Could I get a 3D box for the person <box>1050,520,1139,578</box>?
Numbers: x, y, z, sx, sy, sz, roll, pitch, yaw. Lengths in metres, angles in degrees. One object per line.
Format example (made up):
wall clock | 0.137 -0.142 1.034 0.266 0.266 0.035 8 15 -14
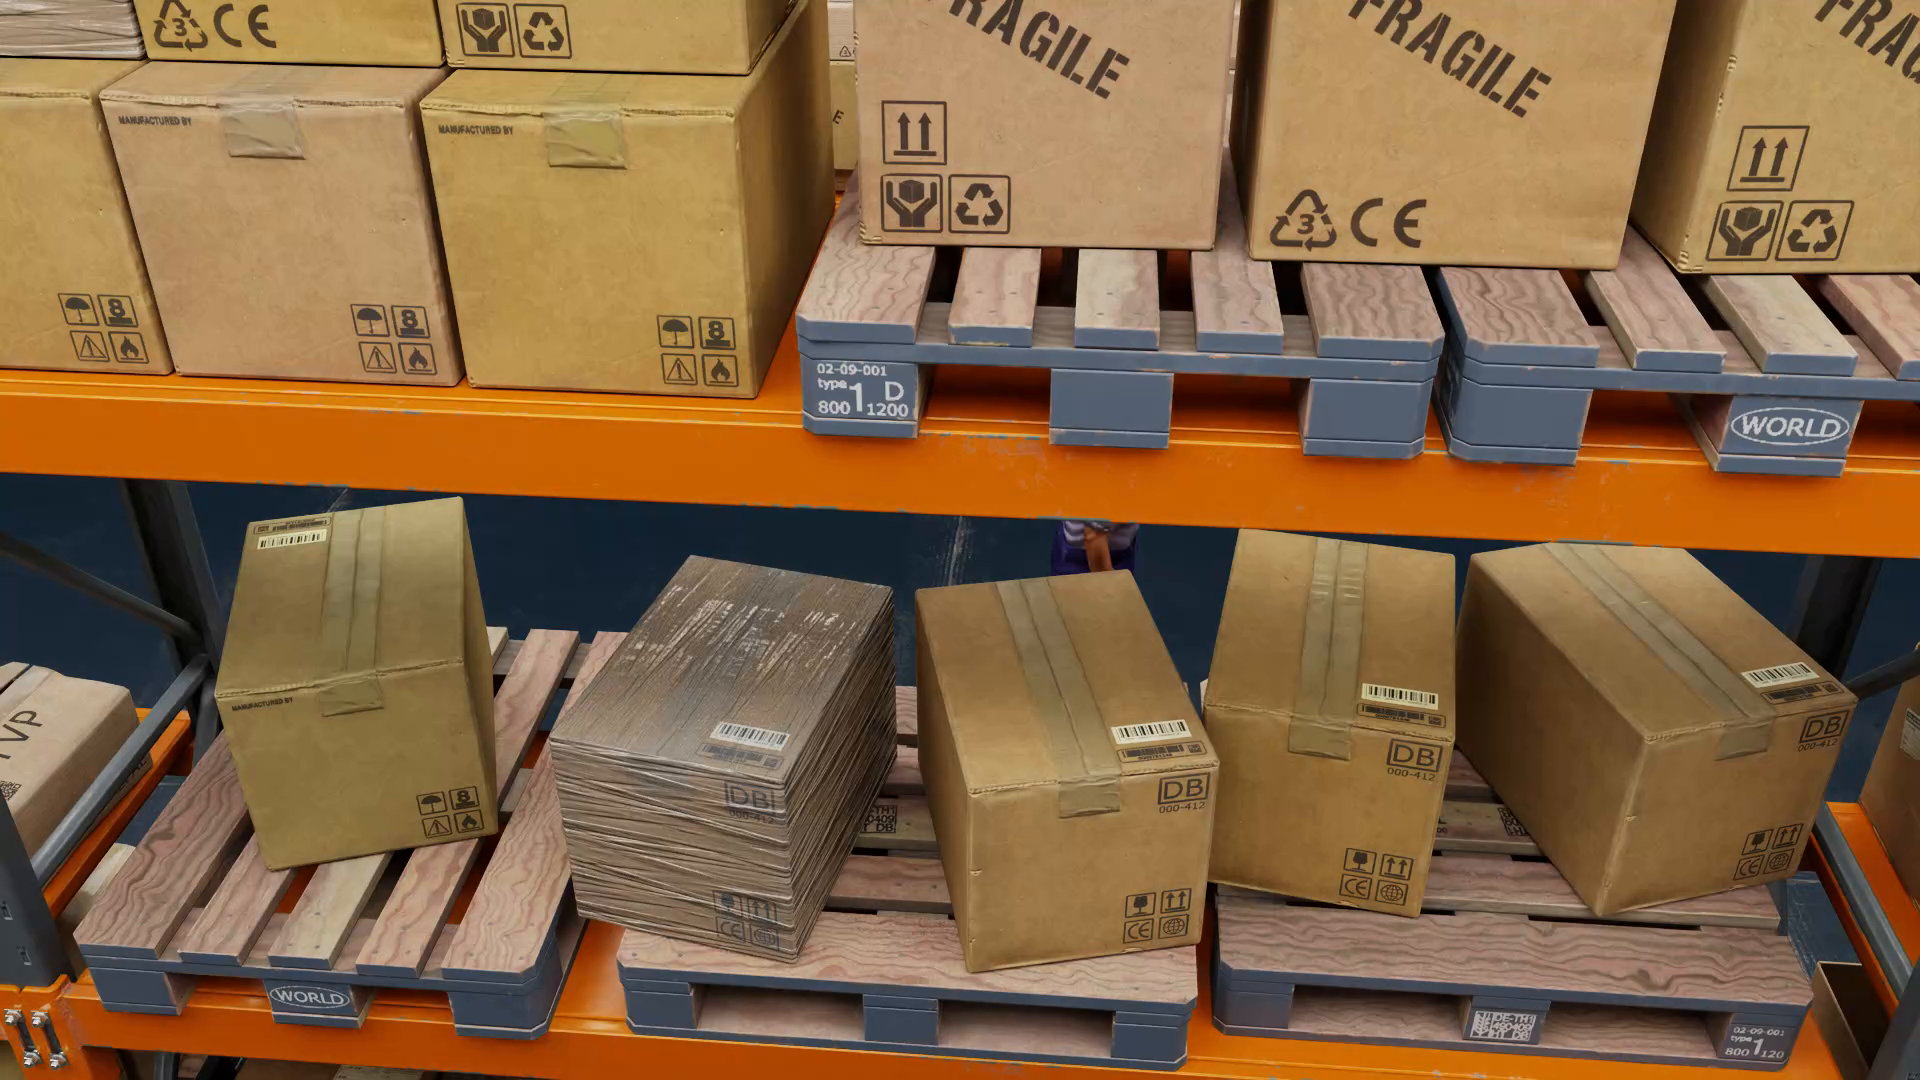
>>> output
person | 0.531 0.114 5.962 0.416 1.652 0.554 2 32 3
